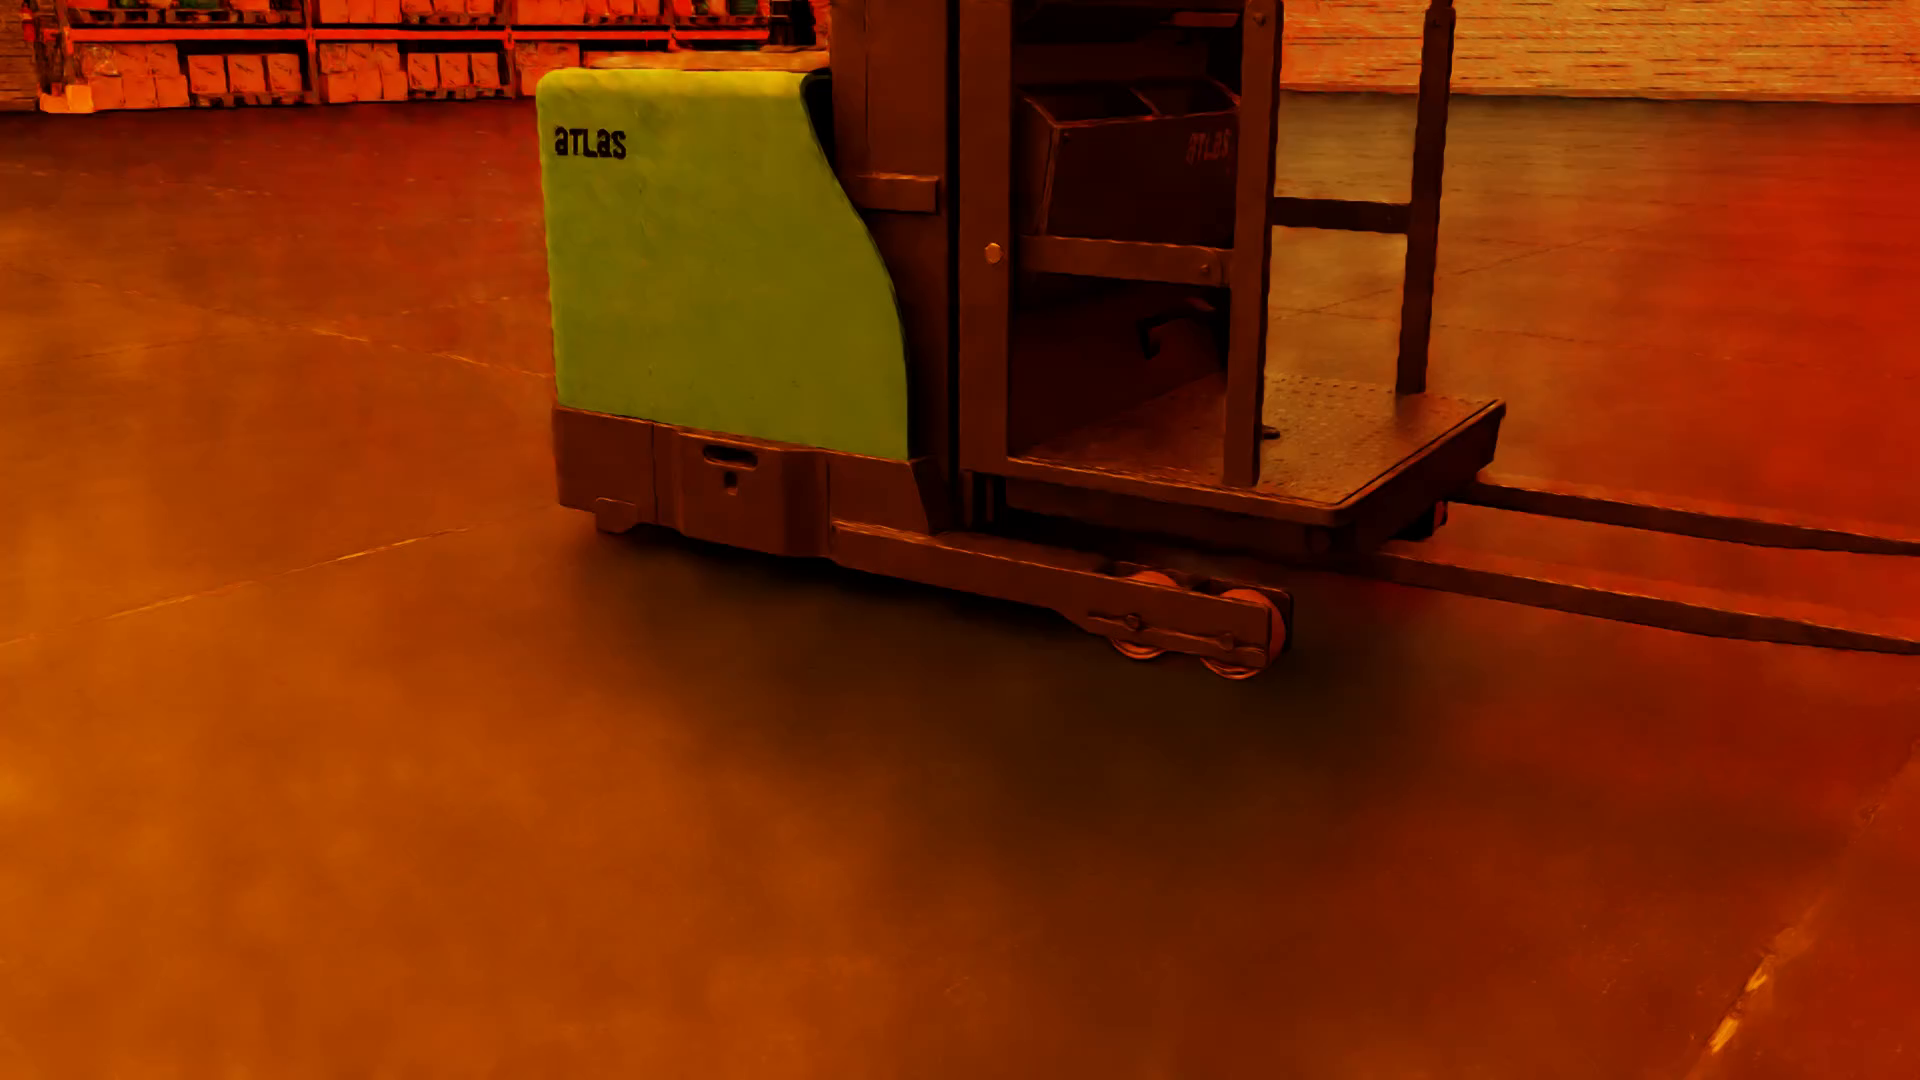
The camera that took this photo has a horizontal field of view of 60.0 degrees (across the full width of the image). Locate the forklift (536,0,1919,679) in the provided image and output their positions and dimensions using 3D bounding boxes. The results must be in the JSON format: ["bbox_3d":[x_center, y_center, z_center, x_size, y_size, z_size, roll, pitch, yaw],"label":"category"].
[{"bbox_3d":[0.549,-1.320,3.243,3.031,2.935,1.130,10,20,31],"label":"forklift"}]
